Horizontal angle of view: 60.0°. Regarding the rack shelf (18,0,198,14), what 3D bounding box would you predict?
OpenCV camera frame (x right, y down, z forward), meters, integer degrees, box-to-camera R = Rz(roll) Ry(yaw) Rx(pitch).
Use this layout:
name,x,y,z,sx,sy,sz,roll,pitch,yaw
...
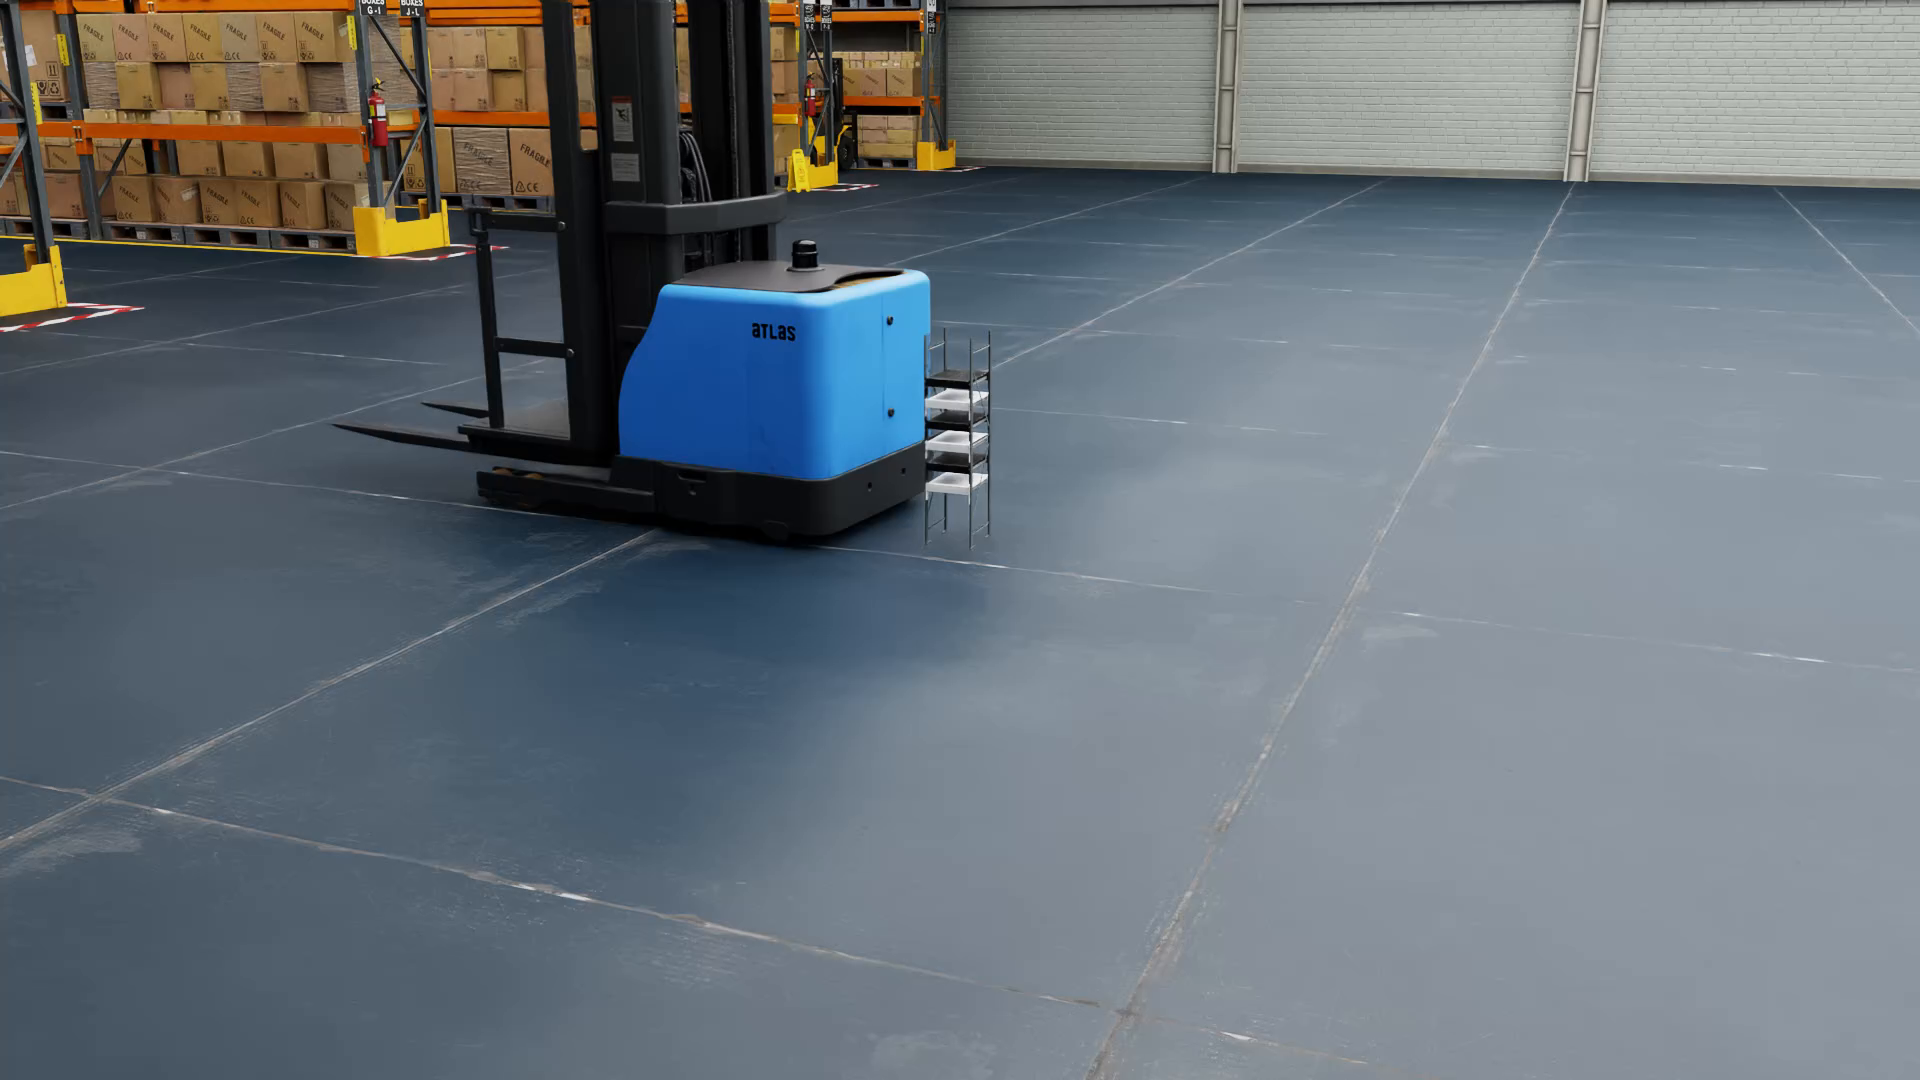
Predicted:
name,x,y,z,sx,sy,sz,roll,pitch,yaw
rack shelf,-13.309,-7.953,25.099,4.000,0.370,1.077,6,17,21

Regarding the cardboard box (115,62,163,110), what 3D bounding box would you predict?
name,x,y,z,sx,sy,sz,roll,pitch,yaw
cardboard box,-8.793,-5.037,18.431,0.500,0.500,0.875,6,17,21

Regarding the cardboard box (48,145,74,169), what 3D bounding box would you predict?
name,x,y,z,sx,sy,sz,roll,pitch,yaw
cardboard box,-13.594,-5.816,25.557,0.500,0.500,0.500,7,17,22

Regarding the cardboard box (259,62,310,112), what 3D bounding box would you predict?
name,x,y,z,sx,sy,sz,roll,pitch,yaw
cardboard box,-6.931,-4.833,17.730,0.500,0.500,0.875,6,17,21

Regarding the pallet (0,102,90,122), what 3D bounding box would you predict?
name,x,y,z,sx,sy,sz,roll,pitch,yaw
pallet,-10.299,-4.992,19.333,1.213,0.211,1.003,6,17,21

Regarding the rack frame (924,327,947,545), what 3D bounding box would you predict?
name,x,y,z,sx,sy,sz,roll,pitch,yaw
rack frame,-0.102,-0.443,7.087,0.006,0.900,0.240,6,17,21

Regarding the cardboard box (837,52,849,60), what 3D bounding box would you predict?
name,x,y,z,sx,sy,sz,roll,pitch,yaw
cardboard box,-2.101,-9.006,30.939,0.250,0.149,0.380,7,17,22

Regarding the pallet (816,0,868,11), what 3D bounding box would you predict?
name,x,y,z,sx,sy,sz,roll,pitch,yaw
pallet,-2.253,-10.019,31.082,1.213,0.211,1.003,6,17,21

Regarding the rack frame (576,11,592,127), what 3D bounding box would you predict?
name,x,y,z,sx,sy,sz,roll,pitch,yaw
rack frame,-6.005,-7.539,27.761,0.127,3.000,1.000,6,17,21

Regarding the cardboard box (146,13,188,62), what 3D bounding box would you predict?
name,x,y,z,sx,sy,sz,roll,pitch,yaw
cardboard box,-8.385,-5.425,17.975,0.500,0.500,0.500,6,17,21

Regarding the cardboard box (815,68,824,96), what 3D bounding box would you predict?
name,x,y,z,sx,sy,sz,roll,pitch,yaw
cardboard box,-2.448,-8.604,31.250,0.500,0.500,0.500,6,17,21

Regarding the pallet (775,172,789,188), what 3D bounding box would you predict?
name,x,y,z,sx,sy,sz,roll,pitch,yaw
pallet,-3.098,-5.890,27.085,1.213,0.211,1.003,6,17,21

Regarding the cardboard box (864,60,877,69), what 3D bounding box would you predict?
name,x,y,z,sx,sy,sz,roll,pitch,yaw
cardboard box,-1.586,-8.829,30.862,0.250,0.149,0.380,6,17,20

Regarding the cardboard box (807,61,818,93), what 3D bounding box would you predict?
name,x,y,z,sx,sy,sz,roll,pitch,yaw
cardboard box,-2.623,-7.441,26.710,0.500,0.500,0.500,6,17,20

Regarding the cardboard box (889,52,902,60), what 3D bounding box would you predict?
name,x,y,z,sx,sy,sz,roll,pitch,yaw
cardboard box,-1.118,-8.919,30.638,0.250,0.149,0.380,6,17,21

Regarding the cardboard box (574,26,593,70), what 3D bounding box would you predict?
name,x,y,z,sx,sy,sz,roll,pitch,yaw
cardboard box,-4.883,-6.506,21.999,0.550,0.550,0.875,6,17,21

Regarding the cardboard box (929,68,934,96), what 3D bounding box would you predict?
name,x,y,z,sx,sy,sz,roll,pitch,yaw
cardboard box,-0.825,-8.588,31.196,0.500,0.500,0.500,7,18,22

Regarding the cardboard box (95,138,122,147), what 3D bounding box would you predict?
name,x,y,z,sx,sy,sz,roll,pitch,yaw
cardboard box,-12.655,-6.066,25.073,0.500,0.250,0.500,7,17,21

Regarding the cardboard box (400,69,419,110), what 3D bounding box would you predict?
name,x,y,z,sx,sy,sz,roll,pitch,yaw
cardboard box,-7.380,-6.282,23.163,0.550,0.550,0.875,6,17,21

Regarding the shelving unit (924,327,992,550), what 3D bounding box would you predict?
name,x,y,z,sx,sy,sz,roll,pitch,yaw
shelving unit,-0.008,-0.433,7.051,0.210,0.900,0.258,6,17,21

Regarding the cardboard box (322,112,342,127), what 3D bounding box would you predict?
name,x,y,z,sx,sy,sz,roll,pitch,yaw
cardboard box,-6.494,-4.440,17.538,0.250,0.149,0.380,6,17,21

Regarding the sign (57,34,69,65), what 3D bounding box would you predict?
name,x,y,z,sx,sy,sz,roll,pitch,yaw
sign,-9.842,-5.380,18.249,0.005,0.325,0.100,6,17,21

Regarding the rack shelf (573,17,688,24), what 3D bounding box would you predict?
name,x,y,z,sx,sy,sz,roll,pitch,yaw
rack shelf,-6.048,-10.126,32.583,4.000,0.370,1.077,6,17,21

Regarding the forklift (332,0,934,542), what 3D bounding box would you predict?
name,x,y,z,sx,sy,sz,roll,pitch,yaw
forklift,-1.671,-1.668,7.663,3.031,2.935,1.130,8,18,26

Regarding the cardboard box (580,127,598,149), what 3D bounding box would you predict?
name,x,y,z,sx,sy,sz,roll,pitch,yaw
cardboard box,-4.662,-5.069,22.311,0.875,0.875,0.875,6,17,21

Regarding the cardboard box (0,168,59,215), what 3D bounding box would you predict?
name,x,y,z,sx,sy,sz,roll,pitch,yaw
cardboard box,-11.162,-4.158,19.812,0.500,0.500,0.700,5,17,16

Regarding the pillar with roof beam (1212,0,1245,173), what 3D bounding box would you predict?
name,x,y,z,sx,sy,sz,roll,pitch,yaw
pillar with roof beam,3.219,-9.873,25.041,0.400,9.000,9.100,6,17,21

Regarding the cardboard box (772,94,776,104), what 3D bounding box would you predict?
name,x,y,z,sx,sy,sz,roll,pitch,yaw
cardboard box,-2.987,-6.989,26.317,0.250,0.149,0.380,6,17,20

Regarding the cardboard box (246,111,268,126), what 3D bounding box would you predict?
name,x,y,z,sx,sy,sz,roll,pitch,yaw
cardboard box,-7.430,-4.538,17.875,0.250,0.149,0.380,6,17,21

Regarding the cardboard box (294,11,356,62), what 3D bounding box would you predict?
name,x,y,z,sx,sy,sz,roll,pitch,yaw
cardboard box,-6.523,-5.222,17.276,0.500,0.500,0.500,6,17,21

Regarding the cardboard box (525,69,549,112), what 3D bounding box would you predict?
name,x,y,z,sx,sy,sz,roll,pitch,yaw
cardboard box,-5.363,-6.074,22.447,0.550,0.550,0.875,6,17,21

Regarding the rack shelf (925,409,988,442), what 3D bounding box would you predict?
name,x,y,z,sx,sy,sz,roll,pitch,yaw
rack shelf,-0.008,-0.487,7.035,0.200,0.077,0.258,6,17,21

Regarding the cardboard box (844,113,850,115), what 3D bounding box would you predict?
name,x,y,z,sx,sy,sz,roll,pitch,yaw
cardboard box,-2.246,-8.035,31.856,0.500,0.250,0.500,6,17,20

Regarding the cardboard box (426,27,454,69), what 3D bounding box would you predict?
name,x,y,z,sx,sy,sz,roll,pitch,yaw
cardboard box,-6.843,-6.762,22.881,0.550,0.550,0.875,6,17,21

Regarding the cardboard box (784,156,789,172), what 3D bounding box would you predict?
name,x,y,z,sx,sy,sz,roll,pitch,yaw
cardboard box,-2.933,-6.165,27.207,0.500,0.250,0.500,6,17,20

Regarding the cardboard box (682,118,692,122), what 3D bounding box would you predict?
name,x,y,z,sx,sy,sz,roll,pitch,yaw
cardboard box,-5.396,-8.019,32.923,0.625,0.625,0.875,6,17,20

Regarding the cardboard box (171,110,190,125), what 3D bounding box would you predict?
name,x,y,z,sx,sy,sz,roll,pitch,yaw
cardboard box,-8.380,-4.626,18.179,0.250,0.149,0.380,6,17,21

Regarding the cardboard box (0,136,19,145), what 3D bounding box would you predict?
name,x,y,z,sx,sy,sz,roll,pitch,yaw
cardboard box,-14.579,-6.280,25.811,0.500,0.250,0.500,5,17,18

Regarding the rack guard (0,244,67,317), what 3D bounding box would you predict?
name,x,y,z,sx,sy,sz,roll,pitch,yaw
rack guard,-7.826,-2.070,13.406,0.348,0.500,1.175,6,17,21

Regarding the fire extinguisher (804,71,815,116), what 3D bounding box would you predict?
name,x,y,z,sx,sy,sz,roll,pitch,yaw
fire extinguisher,-2.347,-6.961,25.910,0.183,0.674,0.296,6,17,21

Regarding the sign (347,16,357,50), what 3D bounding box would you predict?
name,x,y,z,sx,sy,sz,roll,pitch,yaw
sign,-6.143,-5.125,16.804,0.005,0.325,0.100,6,17,21

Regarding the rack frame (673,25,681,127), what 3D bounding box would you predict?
name,x,y,z,sx,sy,sz,roll,pitch,yaw
rack frame,-4.006,-5.835,21.893,0.127,3.000,1.000,6,17,21

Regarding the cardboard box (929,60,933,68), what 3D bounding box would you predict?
name,x,y,z,sx,sy,sz,roll,pitch,yaw
cardboard box,-0.687,-8.879,31.034,0.250,0.149,0.380,6,17,19

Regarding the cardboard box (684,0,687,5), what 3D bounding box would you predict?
name,x,y,z,sx,sy,sz,roll,pitch,yaw
cardboard box,-4.164,-8.559,26.345,0.250,0.149,0.380,6,17,20

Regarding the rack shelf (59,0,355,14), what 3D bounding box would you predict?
name,x,y,z,sx,sy,sz,roll,pitch,yaw
rack shelf,-7.781,-5.859,17.885,4.000,0.370,1.077,6,17,21

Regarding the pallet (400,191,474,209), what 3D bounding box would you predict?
name,x,y,z,sx,sy,sz,roll,pitch,yaw
pallet,-7.049,-4.807,23.354,1.213,0.211,1.003,6,17,21

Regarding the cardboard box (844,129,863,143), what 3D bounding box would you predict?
name,x,y,z,sx,sy,sz,roll,pitch,yaw
cardboard box,-1.984,-7.609,31.284,0.500,0.250,0.500,6,17,19

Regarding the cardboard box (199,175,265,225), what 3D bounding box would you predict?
name,x,y,z,sx,sy,sz,roll,pitch,yaw
cardboard box,-8.142,-3.819,18.677,0.500,0.500,0.500,5,17,16

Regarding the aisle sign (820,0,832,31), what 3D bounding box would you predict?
name,x,y,z,sx,sy,sz,roll,pitch,yaw
aisle sign,-2.113,-8.452,26.244,0.004,0.787,0.394,6,17,21

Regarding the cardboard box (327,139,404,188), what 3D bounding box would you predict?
name,x,y,z,sx,sy,sz,roll,pitch,yaw
cardboard box,-8.338,-5.406,23.696,0.750,0.750,1.050,6,17,20

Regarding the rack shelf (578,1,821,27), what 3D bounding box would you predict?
name,x,y,z,sx,sy,sz,roll,pitch,yaw
rack shelf,-4.145,-8.429,26.738,4.000,0.370,1.077,6,17,21

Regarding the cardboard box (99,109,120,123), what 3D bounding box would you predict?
name,x,y,z,sx,sy,sz,roll,pitch,yaw
cardboard box,-9.324,-4.719,18.498,0.250,0.149,0.380,6,17,21

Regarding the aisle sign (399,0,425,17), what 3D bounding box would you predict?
name,x,y,z,sx,sy,sz,roll,pitch,yaw
aisle sign,-5.753,-5.879,17.382,0.004,0.787,0.394,6,17,21
